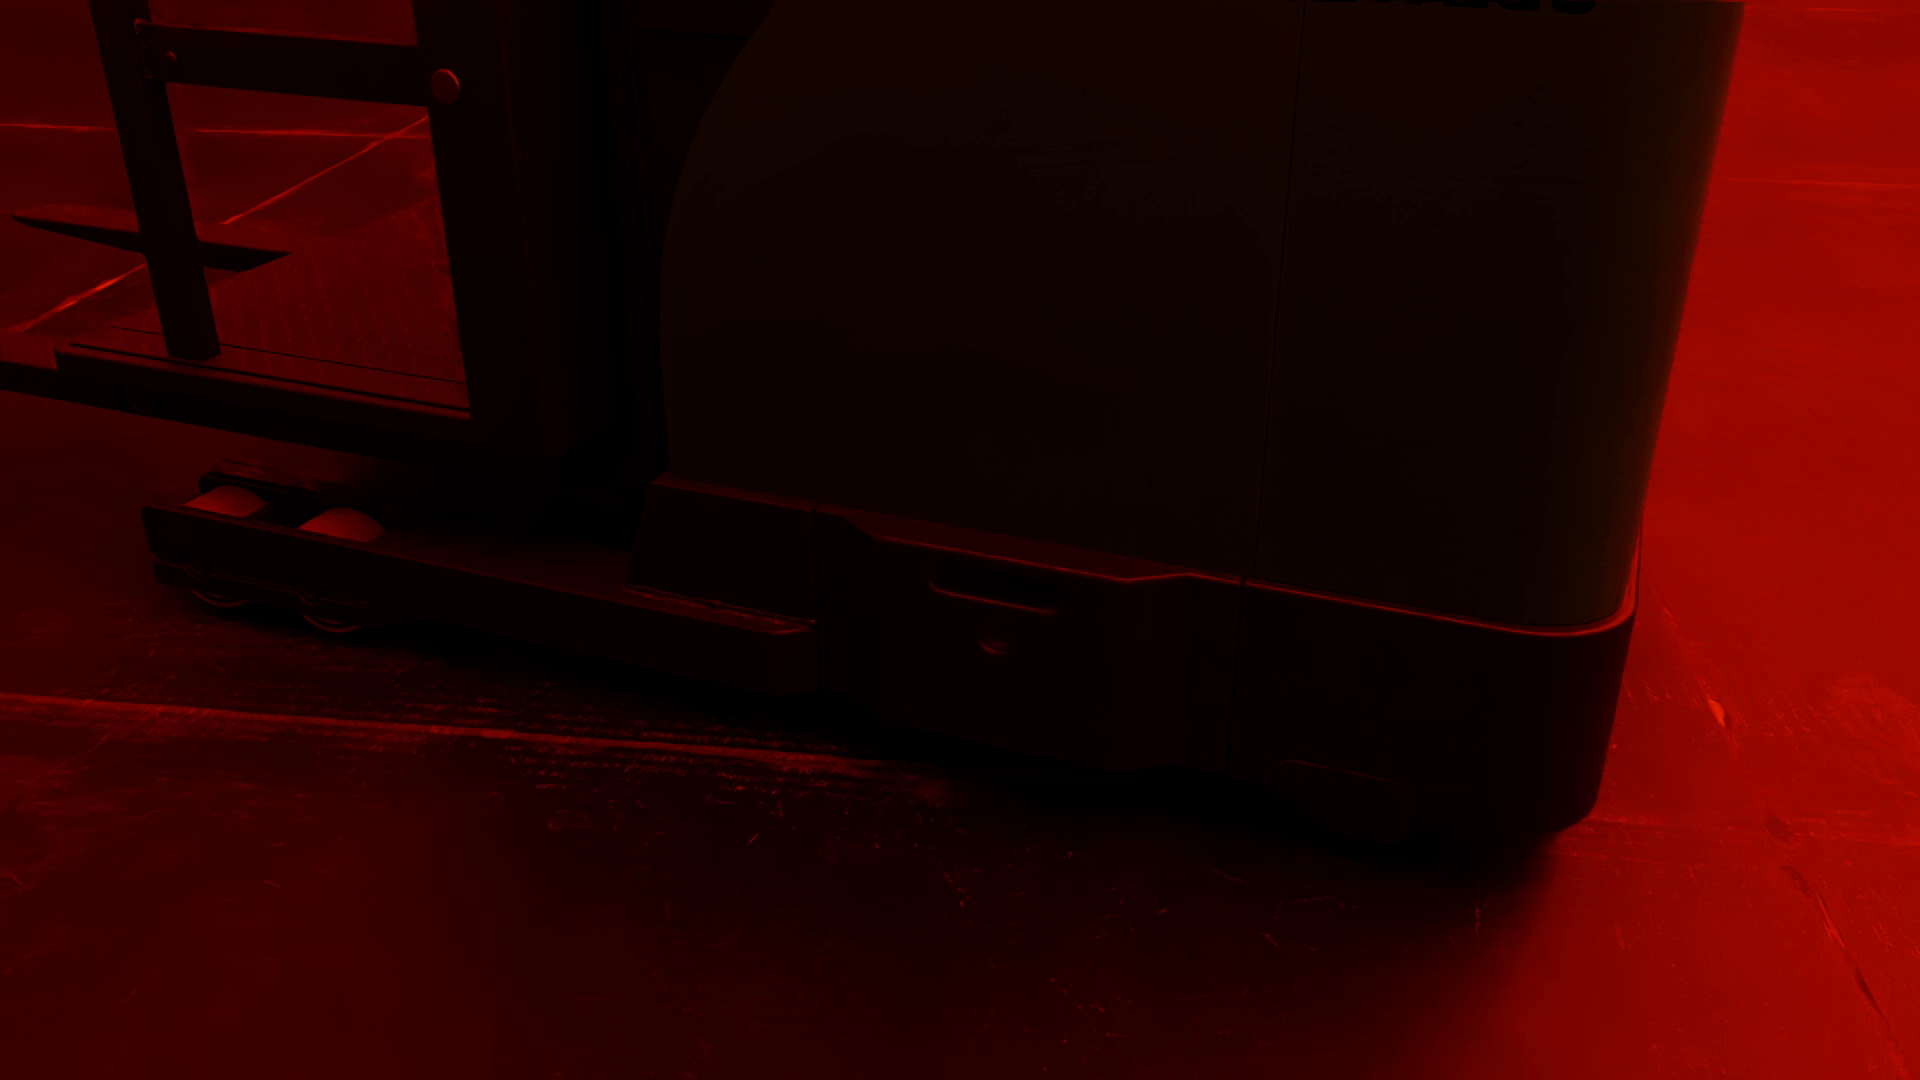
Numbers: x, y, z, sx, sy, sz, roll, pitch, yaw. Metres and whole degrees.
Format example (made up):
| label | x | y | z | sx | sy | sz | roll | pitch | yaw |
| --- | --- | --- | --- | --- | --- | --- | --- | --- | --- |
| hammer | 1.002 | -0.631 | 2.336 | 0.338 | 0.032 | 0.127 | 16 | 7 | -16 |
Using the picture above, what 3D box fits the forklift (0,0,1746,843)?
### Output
| label | x | y | z | sx | sy | sz | roll | pitch | yaw |
| --- | --- | --- | --- | --- | --- | --- | --- | --- | --- |
| forklift | -0.573 | -1.392 | 2.008 | 3.031 | 2.935 | 1.130 | 10 | 28 | 19 |
